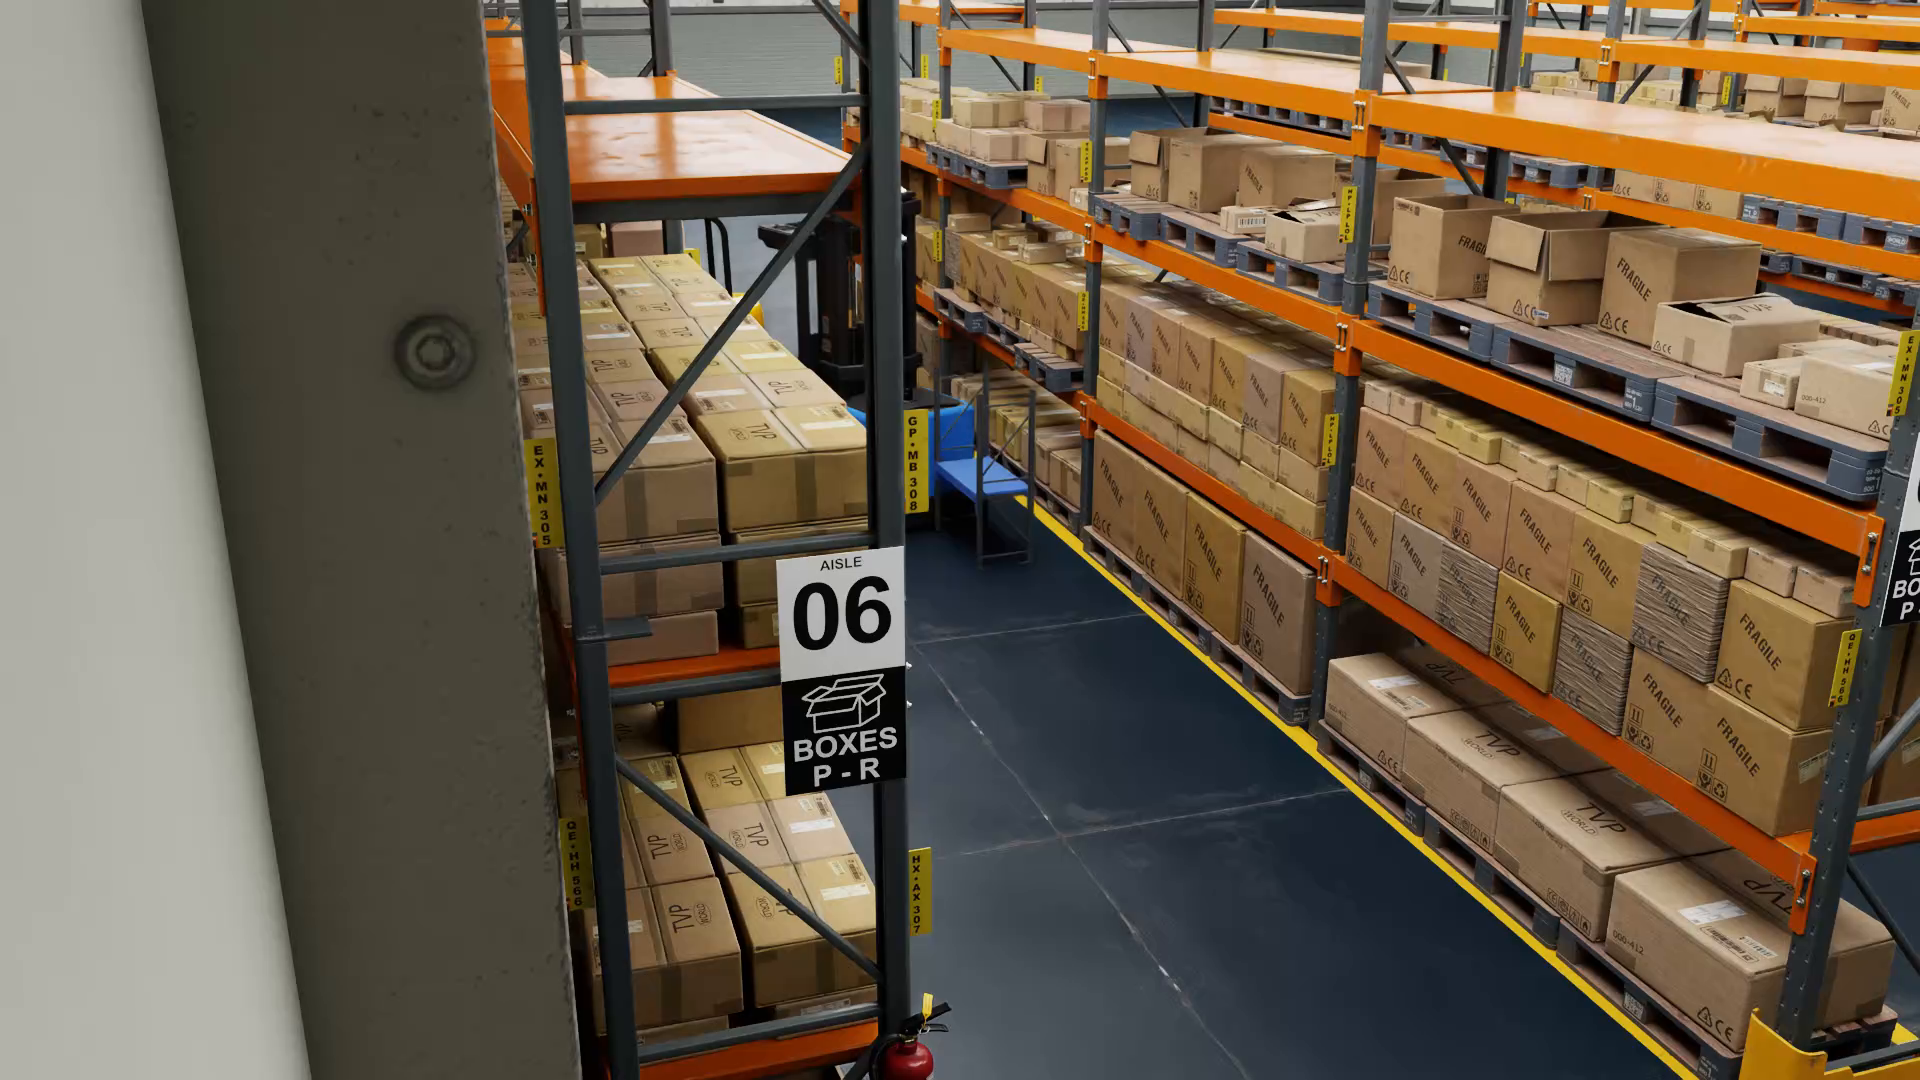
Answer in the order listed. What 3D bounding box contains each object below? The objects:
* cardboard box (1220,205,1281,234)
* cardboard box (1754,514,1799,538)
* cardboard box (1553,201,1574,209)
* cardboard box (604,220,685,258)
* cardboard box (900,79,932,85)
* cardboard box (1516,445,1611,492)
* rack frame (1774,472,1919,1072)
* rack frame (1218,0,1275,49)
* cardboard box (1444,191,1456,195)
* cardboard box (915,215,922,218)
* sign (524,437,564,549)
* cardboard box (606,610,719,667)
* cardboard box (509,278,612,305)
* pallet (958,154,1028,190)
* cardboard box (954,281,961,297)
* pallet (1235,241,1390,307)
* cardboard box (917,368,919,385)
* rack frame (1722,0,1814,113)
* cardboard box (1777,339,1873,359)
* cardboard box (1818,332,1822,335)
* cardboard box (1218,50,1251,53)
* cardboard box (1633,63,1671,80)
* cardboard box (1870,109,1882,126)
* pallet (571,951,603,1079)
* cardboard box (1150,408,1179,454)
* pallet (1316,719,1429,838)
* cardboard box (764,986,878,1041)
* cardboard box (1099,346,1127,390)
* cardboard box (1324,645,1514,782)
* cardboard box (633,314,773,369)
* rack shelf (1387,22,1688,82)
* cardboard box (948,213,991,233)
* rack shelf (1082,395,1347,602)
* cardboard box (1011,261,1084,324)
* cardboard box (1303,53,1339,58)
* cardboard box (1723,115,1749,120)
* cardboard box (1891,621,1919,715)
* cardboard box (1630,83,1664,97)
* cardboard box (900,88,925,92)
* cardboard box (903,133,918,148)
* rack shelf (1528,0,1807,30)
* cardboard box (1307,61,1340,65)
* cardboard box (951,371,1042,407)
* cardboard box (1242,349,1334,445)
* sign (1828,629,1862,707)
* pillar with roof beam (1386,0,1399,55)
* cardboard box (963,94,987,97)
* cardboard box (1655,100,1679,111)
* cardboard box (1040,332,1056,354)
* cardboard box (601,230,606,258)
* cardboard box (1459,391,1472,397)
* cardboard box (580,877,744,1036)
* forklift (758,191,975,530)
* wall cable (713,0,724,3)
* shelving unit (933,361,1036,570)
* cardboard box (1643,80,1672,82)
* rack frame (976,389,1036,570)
[{"bbox_3d":[2.058,-2.259,11.695,0.380,0.166,0.250,-5,20,-13],"label":"cardboard box"},{"bbox_3d":[3.981,-0.106,7.827,0.380,0.149,0.250,-7,21,-19],"label":"cardboard box"},{"bbox_3d":[8.849,-4.932,23.263,0.875,0.500,0.500,-6,21,-17],"label":"cardboard box"},{"bbox_3d":[-1.680,-1.647,8.816,0.396,0.266,0.258,-7,21,-18],"label":"cardboard box"},{"bbox_3d":[-0.546,-5.524,20.254,0.380,0.149,0.250,-6,21,-16],"label":"cardboard box"},{"bbox_3d":[3.108,-0.372,8.568,0.380,0.149,0.250,-6,21,-17],"label":"cardboard box"},{"bbox_3d":[4.052,1.115,7.015,1.000,3.000,0.127,-6,21,-17],"label":"rack frame"},{"bbox_3d":[3.690,-7.401,21.850,1.000,3.000,0.127,-6,21,-17],"label":"rack frame"},{"bbox_3d":[5.109,-3.653,18.663,0.700,0.500,0.500,-7,21,-18],"label":"cardboard box"},{"bbox_3d":[-0.597,-3.533,19.369,0.500,0.500,0.500,-7,21,-18],"label":"cardboard box"},{"bbox_3d":[-1.192,-0.132,4.740,0.100,0.325,0.005,-6,21,-17],"label":"sign"},{"bbox_3d":[-0.979,0.272,5.296,0.380,0.149,0.250,-6,21,-16],"label":"cardboard box"},{"bbox_3d":[-1.853,-1.003,7.515,0.500,0.250,0.500,-7,21,-19],"label":"cardboard box"},{"bbox_3d":[0.702,-3.517,15.752,1.213,0.211,1.003,-6,21,-17],"label":"pallet"},{"bbox_3d":[0.154,-2.604,17.120,0.380,0.149,0.250,-6,21,-16],"label":"cardboard box"},{"bbox_3d":[2.460,-1.779,10.918,0.805,0.209,1.217,-7,21,-19],"label":"pallet"},{"bbox_3d":[-0.338,-1.970,19.051,0.500,0.250,0.500,-7,21,-19],"label":"cardboard box"},{"bbox_3d":[9.688,-6.612,19.653,1.000,3.000,0.127,-6,21,-17],"label":"rack frame"},{"bbox_3d":[3.928,-0.797,7.502,0.380,0.149,0.250,-6,21,-15],"label":"cardboard box"},{"bbox_3d":[6.742,-1.613,13.479,0.380,0.149,0.250,-7,21,-20],"label":"cardboard box"},{"bbox_3d":[3.571,-6.270,21.560,0.380,0.149,0.250,-6,21,-17],"label":"cardboard box"},{"bbox_3d":[9.158,-6.436,22.272,0.500,0.500,0.500,-6,21,-17],"label":"cardboard box"},{"bbox_3d":[10.372,-4.697,18.483,0.380,0.166,0.250,-7,21,-19],"label":"cardboard box"},{"bbox_3d":[-1.314,2.285,7.882,1.003,0.211,1.213,-6,21,-17],"label":"pallet"},{"bbox_3d":[1.790,-0.866,12.752,0.500,0.250,0.500,-6,21,-15],"label":"cardboard box"},{"bbox_3d":[2.959,1.396,10.357,1.003,0.211,1.213,-6,21,-17],"label":"pallet"},{"bbox_3d":[-0.502,1.627,5.960,0.380,0.149,0.250,-7,21,-18],"label":"cardboard box"},{"bbox_3d":[1.462,-1.428,13.577,0.500,0.250,0.500,-7,21,-18],"label":"cardboard box"},{"bbox_3d":[2.890,1.053,10.358,0.875,0.438,0.875,-7,21,-18],"label":"cardboard box"},{"bbox_3d":[-1.043,-0.729,6.754,0.500,0.250,0.500,-6,21,-16],"label":"cardboard box"},{"bbox_3d":[5.576,-4.949,16.679,1.077,0.370,4.000,-6,21,-17],"label":"rack shelf"},{"bbox_3d":[0.092,-3.237,16.963,0.380,0.149,0.250,-6,21,-17],"label":"cardboard box"},{"bbox_3d":[2.166,-0.472,12.497,1.077,0.370,4.000,-6,21,-17],"label":"rack shelf"},{"bbox_3d":[0.798,-2.280,15.257,0.500,0.500,0.500,-8,21,-21],"label":"cardboard box"},{"bbox_3d":[4.518,-6.011,20.840,0.380,0.149,0.250,-7,21,-18],"label":"cardboard box"},{"bbox_3d":[6.350,-3.427,13.944,0.396,0.266,0.258,-6,21,-17],"label":"cardboard box"},{"bbox_3d":[4.171,0.413,7.342,0.500,0.500,0.500,-7,21,-18],"label":"cardboard box"},{"bbox_3d":[8.892,-5.813,21.499,0.380,0.149,0.250,-5,20,-15],"label":"cardboard box"},{"bbox_3d":[-0.610,-5.061,18.964,0.380,0.149,0.250,-6,21,-16],"label":"cardboard box"},{"bbox_3d":[-0.418,-4.430,18.387,0.380,0.149,0.250,-6,21,-16],"label":"cardboard box"},{"bbox_3d":[9.059,-6.914,21.562,1.077,0.370,4.000,-6,21,-17],"label":"rack shelf"},{"bbox_3d":[4.294,-5.533,19.509,0.380,0.149,0.250,-6,21,-16],"label":"cardboard box"},{"bbox_3d":[0.447,-1.529,17.641,0.950,0.372,0.625,-6,21,-17],"label":"cardboard box"},{"bbox_3d":[2.246,-0.968,11.187,0.500,0.500,0.500,-6,21,-16],"label":"cardboard box"},{"bbox_3d":[3.532,0.512,6.631,0.100,0.325,0.005,-6,21,-17],"label":"sign"},{"bbox_3d":[10.063,-18.512,52.783,9.100,9.000,0.400,-6,21,-17],"label":"pillar with roof beam"},{"bbox_3d":[0.250,-4.793,18.219,0.380,0.149,0.250,-7,21,-18],"label":"cardboard box"},{"bbox_3d":[9.143,-5.417,20.985,0.500,0.250,0.500,-6,21,-16],"label":"cardboard box"},{"bbox_3d":[0.936,-1.766,14.787,0.380,0.149,0.250,-7,21,-18],"label":"cardboard box"},{"bbox_3d":[-1.891,-1.704,9.589,0.380,0.149,0.250,-7,21,-18],"label":"cardboard box"},{"bbox_3d":[3.173,-0.830,9.844,0.380,0.149,0.250,-6,21,-16],"label":"cardboard box"},{"bbox_3d":[-1.056,1.455,5.851,0.500,0.250,0.500,-6,21,-16],"label":"cardboard box"},{"bbox_3d":[-1.149,-1.872,15.433,1.130,2.935,3.031,-14,24,-35],"label":"forklift"},{"bbox_3d":[-6.407,-19.312,49.981,2.305,6.003,0.169,-6,21,-17],"label":"wall cable"},{"bbox_3d":[0.195,-0.649,14.144,0.538,1.500,1.048,-7,21,-20],"label":"shelving unit"},{"bbox_3d":[9.258,-6.034,22.113,0.380,0.149,0.250,-7,21,-20],"label":"cardboard box"},{"bbox_3d":[0.376,-0.488,13.697,0.500,1.500,0.032,-7,21,-20],"label":"rack frame"}]
